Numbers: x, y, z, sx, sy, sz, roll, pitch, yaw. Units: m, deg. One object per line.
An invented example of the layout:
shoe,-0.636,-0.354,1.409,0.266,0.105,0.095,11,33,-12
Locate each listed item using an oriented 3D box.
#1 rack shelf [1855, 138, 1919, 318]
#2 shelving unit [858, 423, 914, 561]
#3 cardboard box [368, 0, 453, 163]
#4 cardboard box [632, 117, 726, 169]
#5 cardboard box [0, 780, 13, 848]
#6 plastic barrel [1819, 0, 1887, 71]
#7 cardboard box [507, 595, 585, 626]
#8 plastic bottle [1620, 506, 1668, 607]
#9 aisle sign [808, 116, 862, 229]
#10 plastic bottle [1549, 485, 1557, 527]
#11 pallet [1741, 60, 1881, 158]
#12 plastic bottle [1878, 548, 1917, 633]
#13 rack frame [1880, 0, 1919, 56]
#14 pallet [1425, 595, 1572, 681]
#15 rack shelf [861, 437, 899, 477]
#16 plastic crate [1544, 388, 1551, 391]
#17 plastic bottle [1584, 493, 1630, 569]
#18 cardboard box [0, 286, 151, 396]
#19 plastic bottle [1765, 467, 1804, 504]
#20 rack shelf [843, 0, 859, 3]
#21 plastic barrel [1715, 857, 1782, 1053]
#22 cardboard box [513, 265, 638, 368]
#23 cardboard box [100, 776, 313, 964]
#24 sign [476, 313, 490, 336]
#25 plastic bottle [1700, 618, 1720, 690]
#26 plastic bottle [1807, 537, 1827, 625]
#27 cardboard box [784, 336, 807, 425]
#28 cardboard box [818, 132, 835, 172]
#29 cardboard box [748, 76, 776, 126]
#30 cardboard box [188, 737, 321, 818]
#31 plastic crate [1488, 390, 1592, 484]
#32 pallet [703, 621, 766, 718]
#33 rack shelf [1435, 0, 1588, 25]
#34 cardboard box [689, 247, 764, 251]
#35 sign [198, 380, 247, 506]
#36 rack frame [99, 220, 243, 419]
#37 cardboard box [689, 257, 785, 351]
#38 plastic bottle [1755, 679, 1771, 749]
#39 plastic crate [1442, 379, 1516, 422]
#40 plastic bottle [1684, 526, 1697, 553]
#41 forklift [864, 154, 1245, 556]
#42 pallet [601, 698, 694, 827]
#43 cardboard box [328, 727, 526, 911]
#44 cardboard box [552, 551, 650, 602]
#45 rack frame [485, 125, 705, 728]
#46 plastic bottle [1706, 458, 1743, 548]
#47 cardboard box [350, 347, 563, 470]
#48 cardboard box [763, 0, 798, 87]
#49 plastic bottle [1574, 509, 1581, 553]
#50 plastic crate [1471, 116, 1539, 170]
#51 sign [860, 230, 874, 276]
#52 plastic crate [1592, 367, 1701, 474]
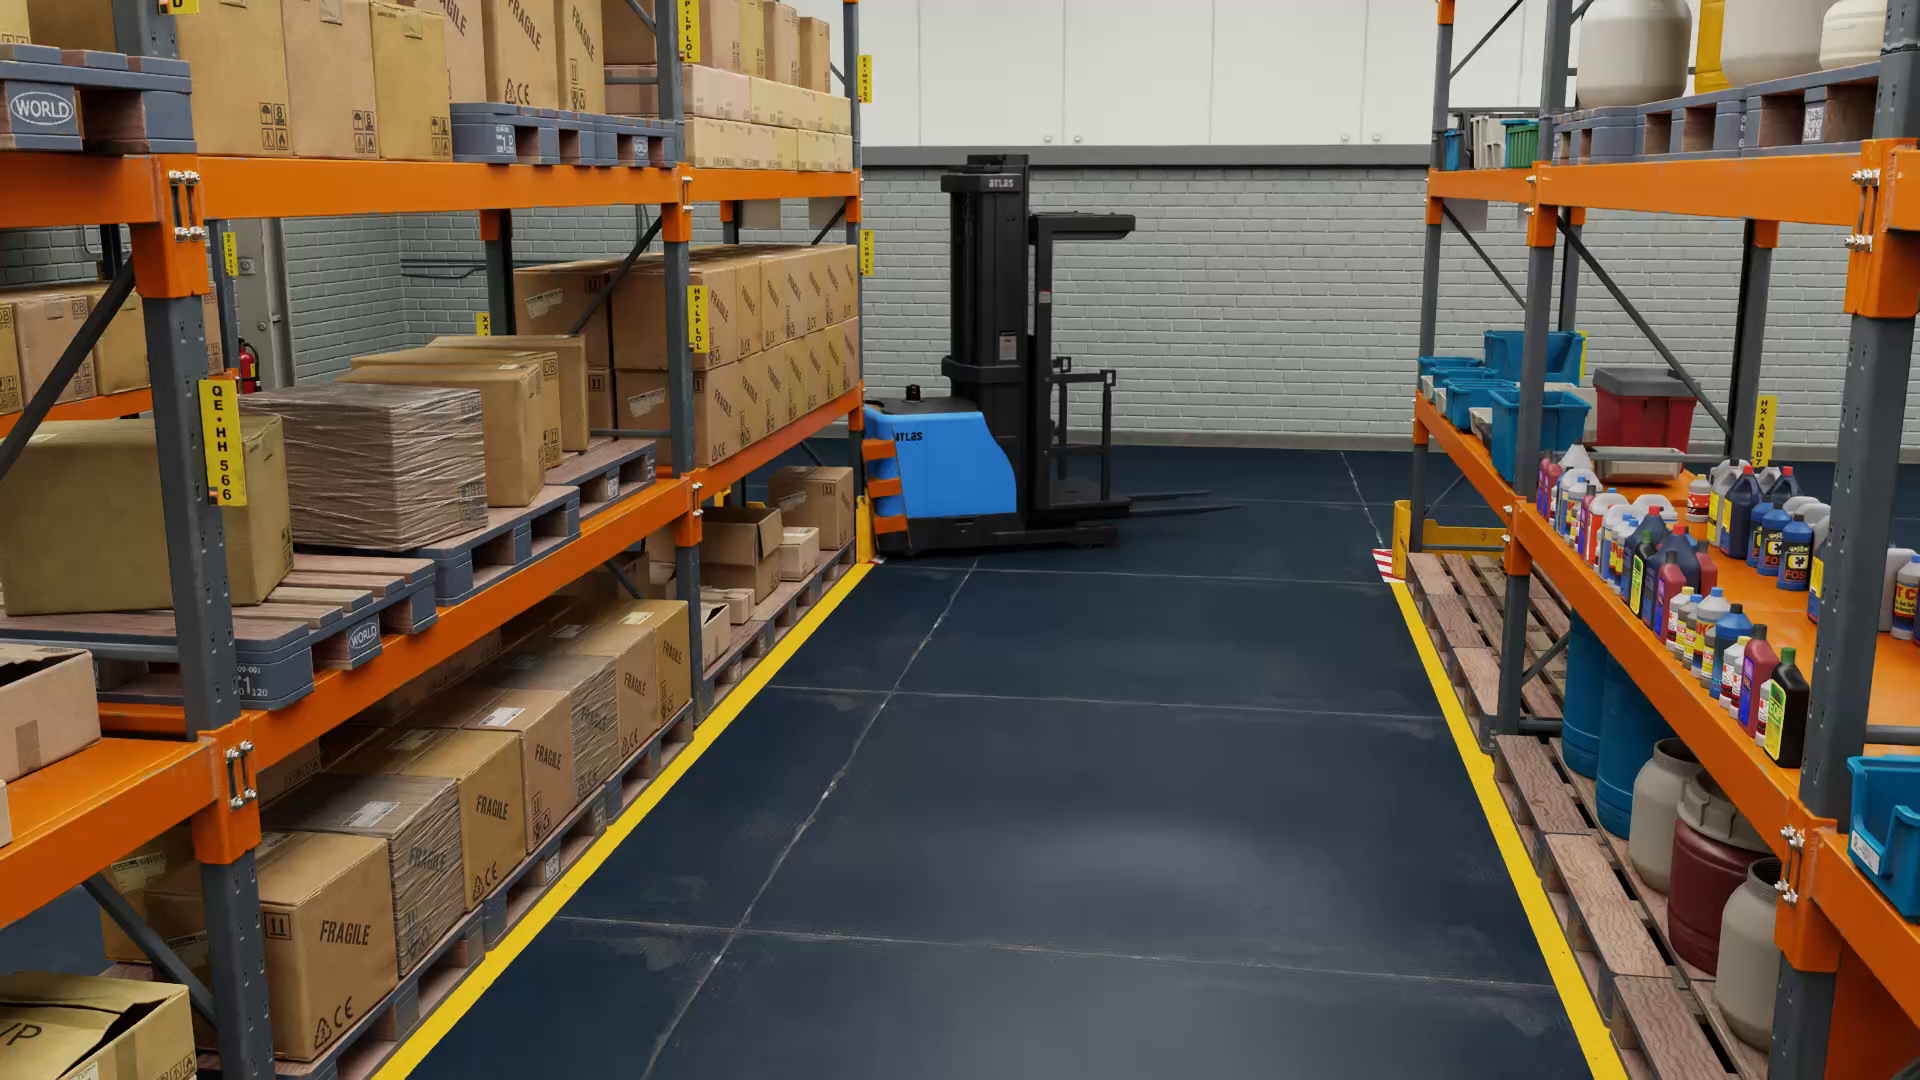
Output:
rack shelf,2.141,-0.236,1.558,1.077,0.370,4.000,2,12,9
shelving unit,-0.543,-0.360,12.235,0.252,1.050,0.215,-8,17,1
cardboard box,-2.253,-1.521,5.573,0.910,0.500,0.500,2,12,9
cardboard box,-1.510,-2.018,8.475,0.500,0.250,0.500,2,12,9
cardboard box,-2.310,0.620,3.595,0.380,0.149,0.250,2,12,9
plastic barrel,2.469,-1.370,4.442,0.301,0.262,0.301,0,12,0
cardboard box,-2.145,0.568,8.129,0.500,0.500,0.500,1,12,6
plastic bottle,2.380,0.052,5.749,0.144,0.351,0.185,2,12,9
aisle sign,-0.901,-2.640,11.952,0.394,0.787,0.004,2,12,9
plastic bottle,2.566,-0.159,7.082,0.097,0.201,0.097,0,12,0
pallet,2.663,-1.068,4.158,1.003,0.211,1.213,2,12,9
plastic bottle,3.048,0.154,5.452,0.152,0.276,0.135,2,12,9
rack frame,2.449,-2.471,3.098,1.000,3.000,0.127,2,12,9
pallet,3.324,0.583,9.786,1.003,0.211,1.213,2,12,9
rack shelf,-0.581,-0.619,12.157,0.240,0.259,0.215,-8,17,1
plastic crate,3.674,-0.868,10.386,0.396,0.136,0.243,2,12,9
plastic bottle,2.474,-0.033,6.323,0.152,0.276,0.135,2,12,9
cardboard box,-6.279,-1.413,11.717,0.980,0.700,0.700,2,12,8
plastic bottle,3.218,-0.106,6.484,0.144,0.351,0.185,2,12,9
rack shelf,-1.522,-3.528,9.718,1.077,0.370,4.000,2,12,9
plastic barrel,2.506,1.250,4.982,0.421,0.512,0.421,0,12,0
cardboard box,-2.008,-1.183,8.754,0.500,0.500,0.500,2,12,9
cardboard box,-2.533,1.105,5.634,0.500,0.500,0.500,2,12,11
sign,-2.367,-0.971,8.325,0.100,0.325,0.005,2,12,9
plastic bottle,2.206,0.329,4.820,0.097,0.201,0.097,0,12,0
plastic bottle,2.906,0.108,5.491,0.144,0.351,0.185,2,12,9
cardboard box,-1.250,-0.995,10.252,0.500,0.500,0.500,2,12,8
cardboard box,-1.121,-2.539,10.889,0.500,0.250,0.500,2,12,9
cardboard box,-1.346,-2.471,9.386,0.500,0.250,0.500,2,12,9
cardboard box,-2.528,0.727,5.610,0.500,0.250,0.500,2,12,11
plastic crate,2.799,-0.501,8.092,0.392,0.384,0.575,2,12,9
pallet,-1.723,0.688,9.299,1.003,0.211,1.213,2,12,9
rack shelf,3.372,-3.173,9.012,1.077,0.370,4.000,2,12,9
cardboard box,-1.616,-1.710,11.195,0.500,0.500,0.500,2,12,9
sign,-1.896,-0.248,4.276,0.100,0.325,0.005,2,12,9
rack frame,-6.110,-1.524,12.947,1.000,3.000,0.127,2,12,9
cardboard box,-1.321,-1.373,9.634,0.500,0.500,0.500,2,12,7
plastic bottle,2.126,0.438,4.315,0.097,0.201,0.097,0,12,0
plastic crate,3.114,-0.836,10.008,0.416,0.233,0.300,2,12,9
plastic bottle,2.506,0.086,5.782,0.097,0.271,0.097,0,12,0
forklift,0.718,-1.467,12.845,3.031,2.935,1.130,-3,13,-16
pallet,-1.917,1.002,7.845,1.003,0.211,1.213,2,12,9
cardboard box,-1.935,1.009,6.083,0.500,0.500,0.500,2,12,8
cardboard box,-2.022,0.347,9.152,0.500,0.500,0.500,2,12,9
rack frame,-1.830,-0.532,8.342,1.000,3.000,0.127,2,12,9
plastic bottle,3.104,-0.149,6.684,0.144,0.351,0.185,2,12,9
cardboard box,-2.167,-0.550,7.190,0.700,0.500,0.500,4,13,18
cardboard box,-1.409,-3.052,10.306,0.700,0.500,0.500,2,12,9
plastic bottle,2.485,-0.050,6.576,0.097,0.201,0.097,0,12,0
plastic crate,3.034,-2.161,9.060,0.437,0.282,0.530,2,12,9
sign,-0.669,-2.063,11.948,0.100,0.325,0.005,2,12,9
plastic crate,3.449,-0.609,8.406,0.402,0.464,0.583,2,12,9
